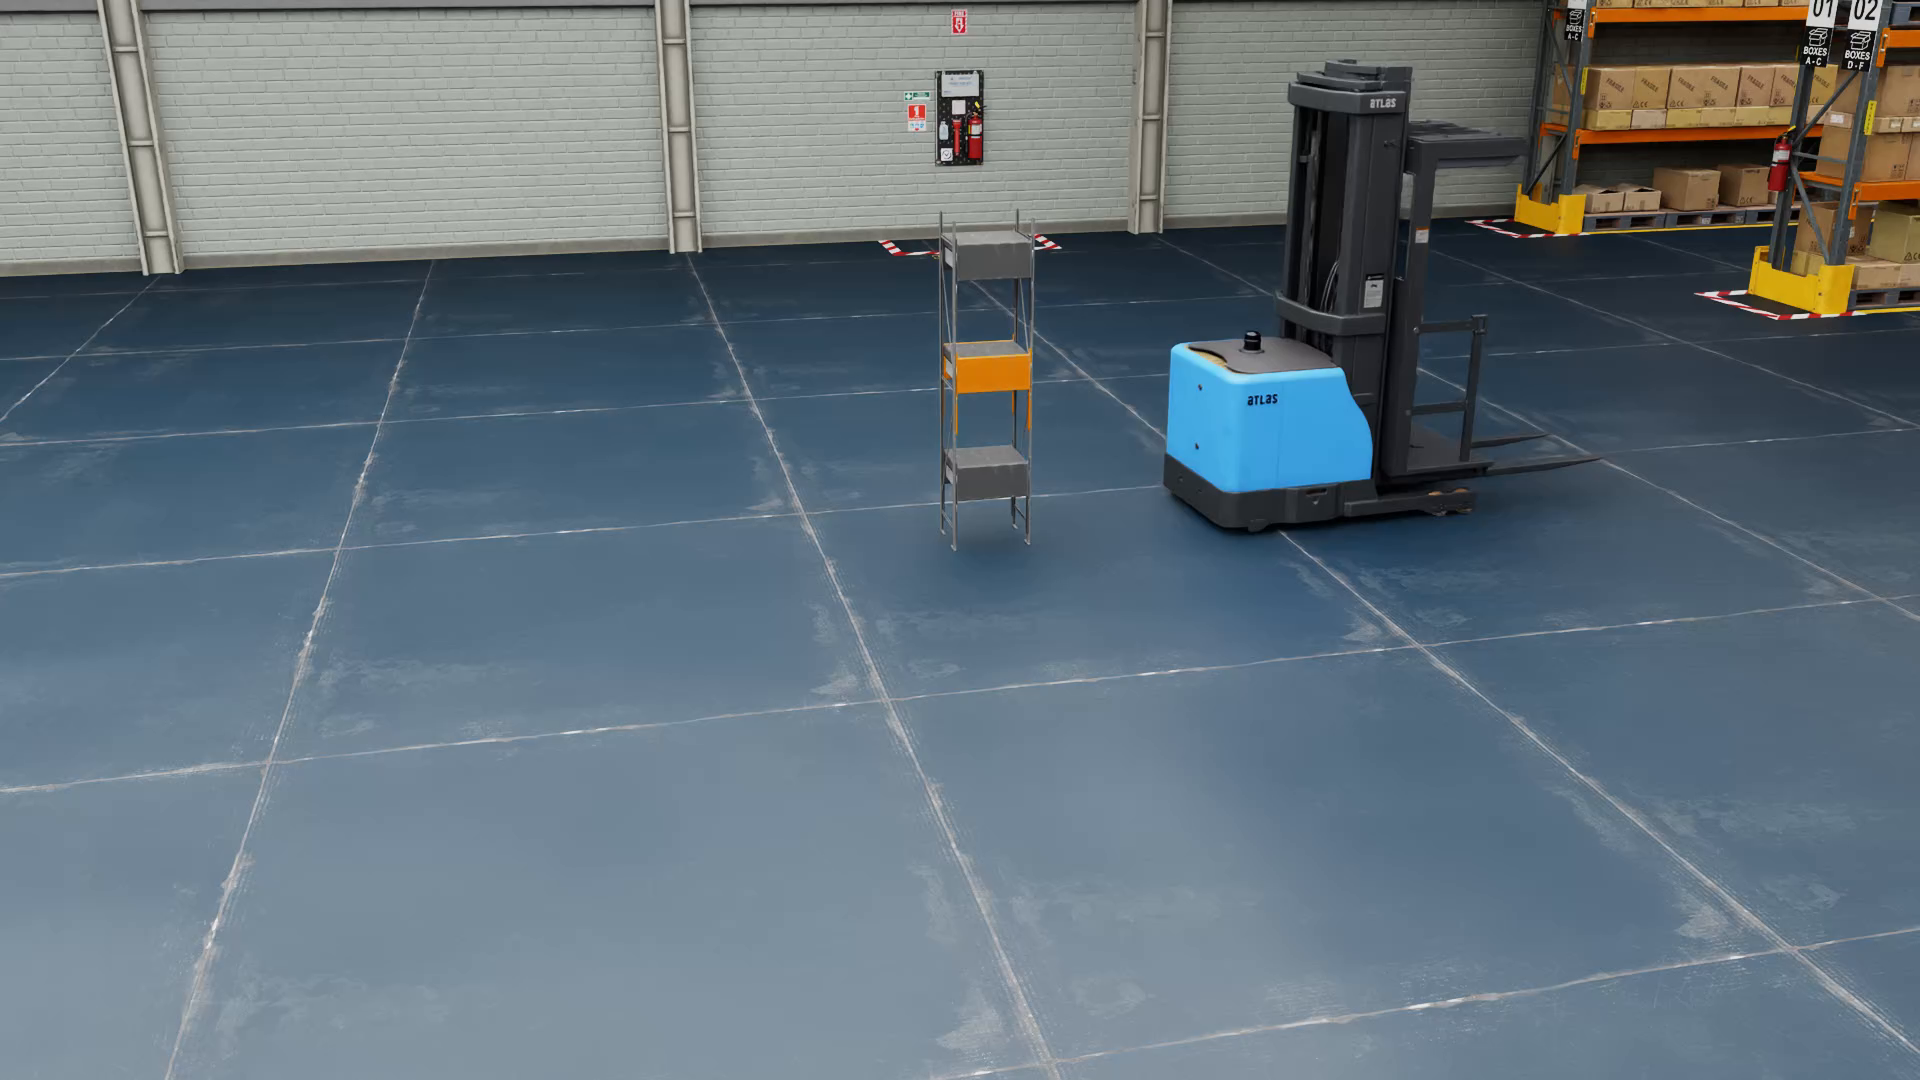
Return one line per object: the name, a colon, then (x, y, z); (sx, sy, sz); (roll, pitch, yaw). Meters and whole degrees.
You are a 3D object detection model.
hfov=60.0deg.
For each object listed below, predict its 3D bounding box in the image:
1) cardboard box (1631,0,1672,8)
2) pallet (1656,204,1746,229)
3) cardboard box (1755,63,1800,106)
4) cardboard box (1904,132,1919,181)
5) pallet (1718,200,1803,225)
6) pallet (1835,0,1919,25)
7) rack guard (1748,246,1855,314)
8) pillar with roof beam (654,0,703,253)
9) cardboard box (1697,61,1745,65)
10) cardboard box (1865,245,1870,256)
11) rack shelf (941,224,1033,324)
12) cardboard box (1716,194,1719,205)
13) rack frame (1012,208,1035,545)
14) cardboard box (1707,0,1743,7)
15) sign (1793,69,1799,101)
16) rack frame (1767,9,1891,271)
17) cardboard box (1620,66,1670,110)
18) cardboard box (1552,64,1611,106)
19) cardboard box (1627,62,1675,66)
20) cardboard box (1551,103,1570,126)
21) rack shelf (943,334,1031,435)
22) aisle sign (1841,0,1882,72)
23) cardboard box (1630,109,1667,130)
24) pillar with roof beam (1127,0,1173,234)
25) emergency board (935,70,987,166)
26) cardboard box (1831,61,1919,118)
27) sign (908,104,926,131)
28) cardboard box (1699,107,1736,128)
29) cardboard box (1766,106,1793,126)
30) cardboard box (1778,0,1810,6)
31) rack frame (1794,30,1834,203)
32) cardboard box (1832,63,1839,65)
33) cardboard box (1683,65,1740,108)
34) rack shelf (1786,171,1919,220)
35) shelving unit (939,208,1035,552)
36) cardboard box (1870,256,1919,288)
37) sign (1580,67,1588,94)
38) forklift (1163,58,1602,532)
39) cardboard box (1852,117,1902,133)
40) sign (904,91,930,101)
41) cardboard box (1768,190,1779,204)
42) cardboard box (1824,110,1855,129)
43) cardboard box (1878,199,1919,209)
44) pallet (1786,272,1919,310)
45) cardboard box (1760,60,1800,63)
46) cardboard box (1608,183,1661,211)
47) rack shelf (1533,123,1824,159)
cardboard box: (8.706, -7.041, 21.139); (0.500, 0.500, 0.500); (-3, 20, -9)
pallet: (9.849, -4.447, 22.648); (1.213, 0.211, 1.003); (-5, 21, -12)
cardboard box: (10.811, -6.028, 22.008); (0.500, 0.500, 0.500); (-5, 21, -13)
cardboard box: (9.903, -4.068, 17.412); (0.500, 0.500, 0.700); (-4, 21, -11)
pallet: (11.039, -4.545, 22.915); (1.213, 0.211, 1.003); (-5, 21, -12)
pallet: (9.629, -5.359, 16.851); (1.213, 0.211, 1.003); (-5, 21, -12)
rack guard: (8.912, -2.769, 17.647); (0.348, 0.500, 1.175); (-5, 21, -12)
pillar with roof beam: (-2.413, -6.374, 15.131); (0.400, 9.000, 9.100); (-5, 21, -12)
cardboard box: (10.188, -6.166, 22.384); (0.500, 0.500, 0.500); (-4, 21, -11)
cardboard box: (9.873, -3.036, 18.128); (0.500, 0.250, 0.500); (-5, 21, -12)
rack shelf: (0.161, -1.644, 10.253); (0.480, 0.518, 0.431); (-5, 21, -12)
cardboard box: (10.123, -4.667, 22.700); (0.250, 0.149, 0.380); (-6, 21, -17)
rack frame: (0.399, -1.018, 10.542); (0.015, 2.100, 0.400); (-5, 21, -12)
cardboard box: (9.726, -7.133, 21.390); (0.500, 0.500, 0.500); (-3, 20, -9)
sign: (8.824, -4.782, 17.481); (0.005, 0.325, 0.100); (-5, 21, -12)
rack frame: (8.935, -3.945, 17.222); (0.127, 3.000, 1.000); (-5, 21, -12)
cardboard box: (8.809, -5.867, 21.568); (0.500, 0.500, 0.500); (-5, 21, -12)
cardboard box: (8.202, -6.002, 21.938); (0.500, 0.500, 0.500); (-5, 21, -13)
cardboard box: (9.196, -6.081, 22.153); (0.500, 0.500, 0.500); (-5, 21, -14)
cardboard box: (8.202, -5.643, 22.049); (0.500, 0.250, 0.500); (-4, 21, -12)
rack shelf: (0.161, -0.986, 10.494); (0.480, 0.518, 0.431); (-5, 21, -12)
aisle sign: (8.942, -5.058, 16.481); (0.004, 0.787, 0.394); (-5, 21, -12)
cardboard box: (8.842, -5.520, 21.711); (0.500, 0.250, 0.500); (-5, 21, -14)
pillar with roof beam: (3.426, -6.849, 16.428); (0.400, 9.000, 9.100); (-5, 21, -12)
emergency board: (0.021, -5.290, 20.894); (0.643, 1.169, 0.194); (-5, 21, -12)
cardboard box: (9.444, -4.638, 17.083); (0.500, 0.500, 0.700); (-5, 21, -12)
sign: (-0.541, -5.297, 20.863); (0.234, 0.329, 0.001); (-5, 21, -12)
cardboard box: (9.831, -5.597, 21.923); (0.500, 0.250, 0.500); (-4, 21, -12)
cardboard box: (10.806, -5.683, 22.155); (0.500, 0.250, 0.500); (-5, 21, -12)
cardboard box: (10.755, -7.226, 21.643); (0.500, 0.500, 0.500); (-6, 21, -17)
rack frame: (11.684, -5.919, 22.613); (0.127, 3.000, 1.000); (-5, 21, -12)
cardboard box: (12.188, -6.202, 22.598); (0.500, 0.500, 0.700); (-5, 21, -12)
cardboard box: (9.813, -5.950, 21.796); (0.500, 0.500, 0.500); (-4, 20, -11)
rack shelf: (10.882, -3.765, 17.778); (4.000, 0.370, 1.077); (-5, 21, -12)
shelving unit: (0.161, -0.999, 10.489); (0.503, 2.100, 0.431); (-5, 21, -12)
cardboard box: (9.994, -2.860, 17.647); (0.500, 0.250, 0.500); (-5, 21, -12)
sign: (7.917, -5.827, 21.104); (0.005, 0.325, 0.100); (-5, 21, -12)
forklift: (3.000, -1.704, 11.204); (3.031, 2.935, 1.130); (-6, 21, -16)
cardboard box: (9.367, -4.255, 16.982); (0.250, 0.149, 0.380); (-5, 21, -13)
sign: (-0.534, -5.544, 20.765); (0.331, 0.109, 0.001); (-5, 21, -12)
cardboard box: (11.171, -4.743, 22.881); (0.250, 0.166, 0.380); (-7, 21, -20)
cardboard box: (9.263, -4.390, 17.350); (0.250, 0.149, 0.380); (-5, 21, -13)
cardboard box: (10.358, -3.429, 18.111); (0.500, 0.500, 0.500); (-5, 21, -12)
pallet: (9.670, -2.710, 17.906); (1.213, 0.211, 1.003); (-5, 21, -12)
cardboard box: (11.179, -6.243, 22.595); (0.500, 0.500, 0.500); (-5, 21, -14)
cardboard box: (9.041, -4.616, 22.325); (0.500, 0.311, 0.500); (-3, 20, -8)
rack shelf: (9.738, -5.423, 22.304); (4.000, 0.370, 1.077); (-5, 21, -12)
